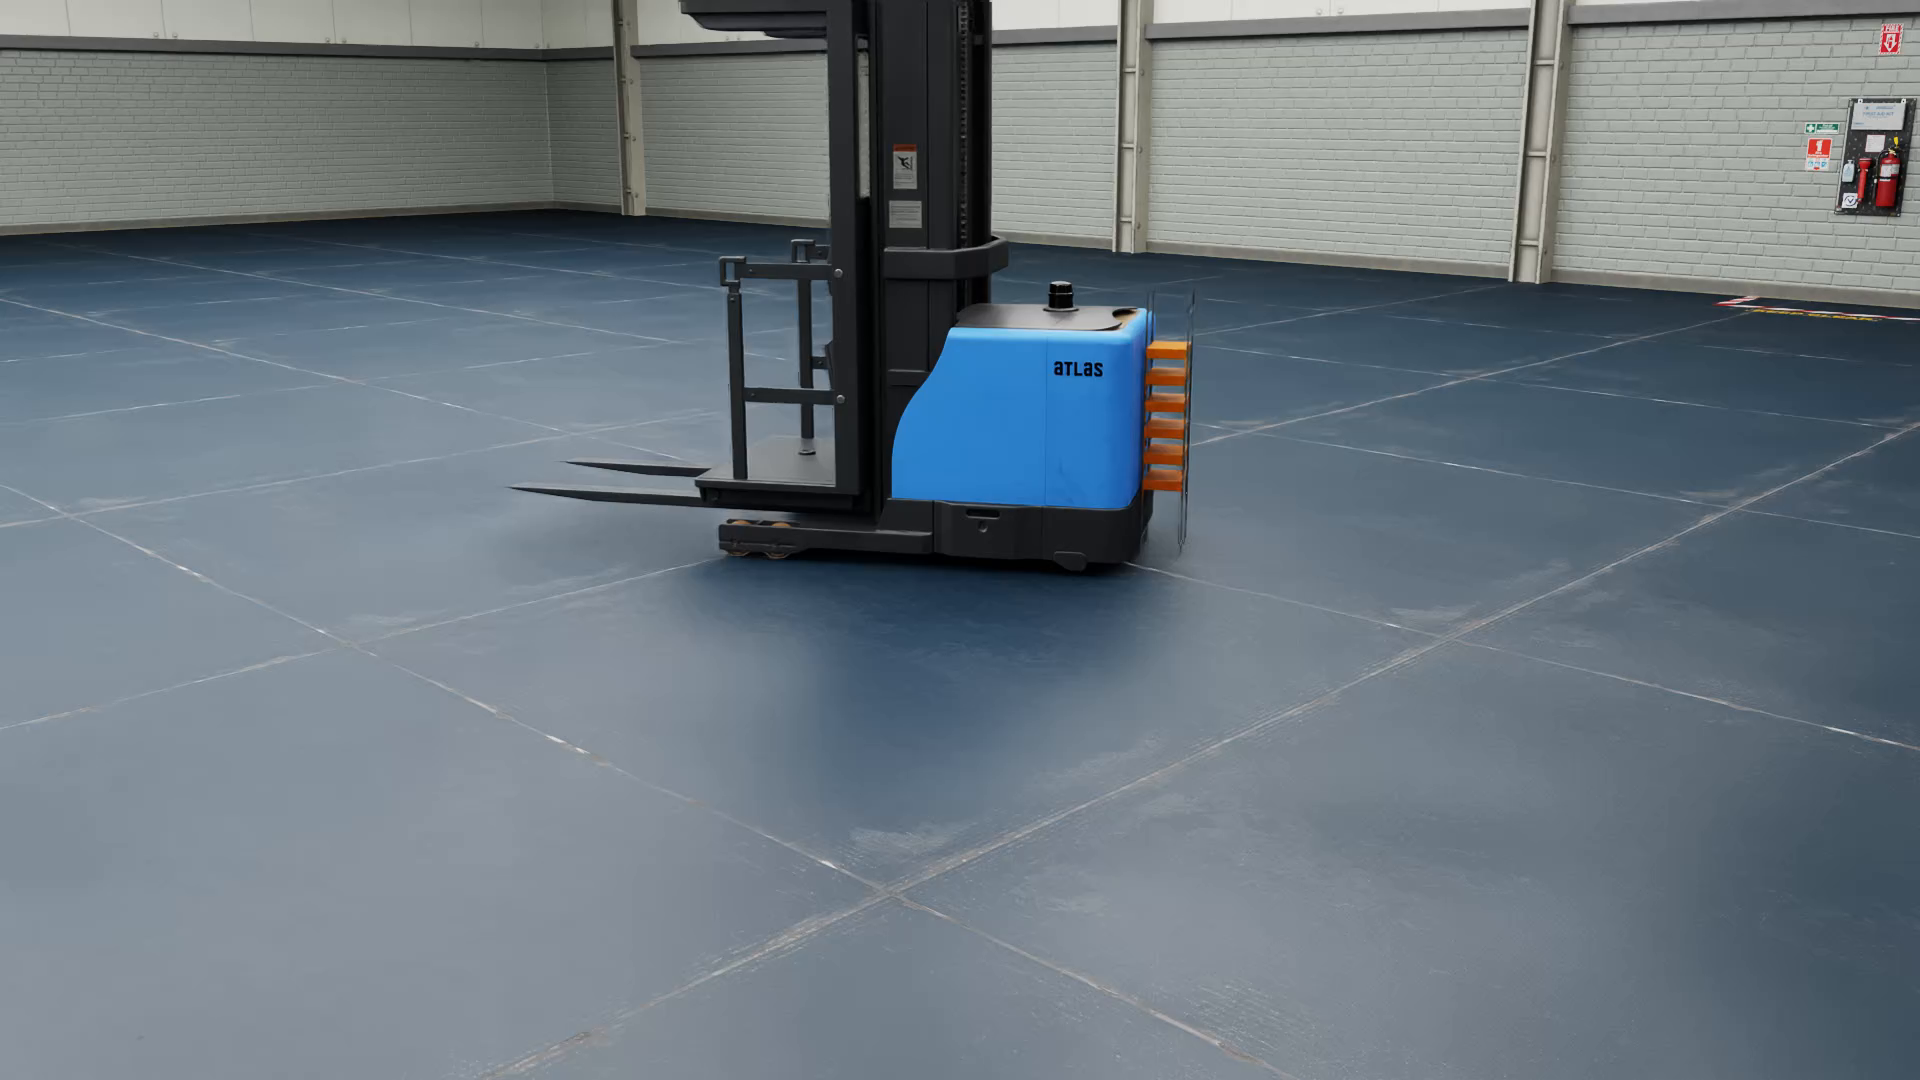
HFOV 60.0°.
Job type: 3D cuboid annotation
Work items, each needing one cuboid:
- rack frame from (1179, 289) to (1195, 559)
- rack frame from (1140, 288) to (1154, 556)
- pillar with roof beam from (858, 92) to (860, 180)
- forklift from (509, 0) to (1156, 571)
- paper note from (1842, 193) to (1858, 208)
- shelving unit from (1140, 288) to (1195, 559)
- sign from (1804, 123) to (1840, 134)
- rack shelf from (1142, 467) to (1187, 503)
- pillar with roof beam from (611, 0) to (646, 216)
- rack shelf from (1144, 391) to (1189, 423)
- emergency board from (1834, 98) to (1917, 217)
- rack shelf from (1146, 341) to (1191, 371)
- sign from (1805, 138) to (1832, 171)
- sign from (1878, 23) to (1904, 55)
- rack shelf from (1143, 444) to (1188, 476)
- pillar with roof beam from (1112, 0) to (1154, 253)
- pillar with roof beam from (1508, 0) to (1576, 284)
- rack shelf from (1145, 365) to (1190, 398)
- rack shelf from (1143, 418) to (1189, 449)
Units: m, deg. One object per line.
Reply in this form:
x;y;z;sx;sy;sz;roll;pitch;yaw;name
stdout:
1.033;-0.525;7.566;0.006;1.200;0.240;3;15;13;rack frame
0.855;-0.535;7.605;0.006;1.200;0.240;3;15;13;rack frame
-4.889;-8.733;23.600;0.400;9.000;9.100;14;20;42;pillar with roof beam
-0.631;-1.455;7.703;3.031;2.935;1.130;3;15;13;forklift
9.225;-3.517;17.230;0.142;0.148;0.016;14;20;42;paper note
0.944;-0.530;7.585;0.189;1.200;0.258;3;15;13;shelving unit
8.975;-4.287;17.314;0.331;0.109;0.001;14;20;42;sign
0.944;-0.254;7.657;0.180;0.103;0.258;3;15;13;rack shelf
-9.208;-9.783;27.630;0.400;9.000;9.100;14;20;42;pillar with roof beam
0.944;-0.603;7.566;0.180;0.103;0.258;3;15;13;rack shelf
9.304;-3.900;16.952;0.643;1.169;0.194;14;20;42;emergency board
0.944;-0.835;7.506;0.180;0.103;0.258;3;15;13;rack shelf
8.978;-4.033;17.390;0.234;0.329;0.001;14;20;42;sign
9.367;-5.041;16.734;0.199;0.298;0.001;14;20;42;sign
0.944;-0.371;7.627;0.180;0.103;0.258;3;15;13;rack shelf
-0.570;-7.683;19.570;0.400;9.000;9.100;14;20;42;pillar with roof beam
3.749;-6.633;15.540;0.400;9.000;9.100;14;20;42;pillar with roof beam
0.944;-0.719;7.536;0.180;0.103;0.258;3;15;13;rack shelf
0.944;-0.487;7.597;0.180;0.103;0.258;3;15;13;rack shelf
